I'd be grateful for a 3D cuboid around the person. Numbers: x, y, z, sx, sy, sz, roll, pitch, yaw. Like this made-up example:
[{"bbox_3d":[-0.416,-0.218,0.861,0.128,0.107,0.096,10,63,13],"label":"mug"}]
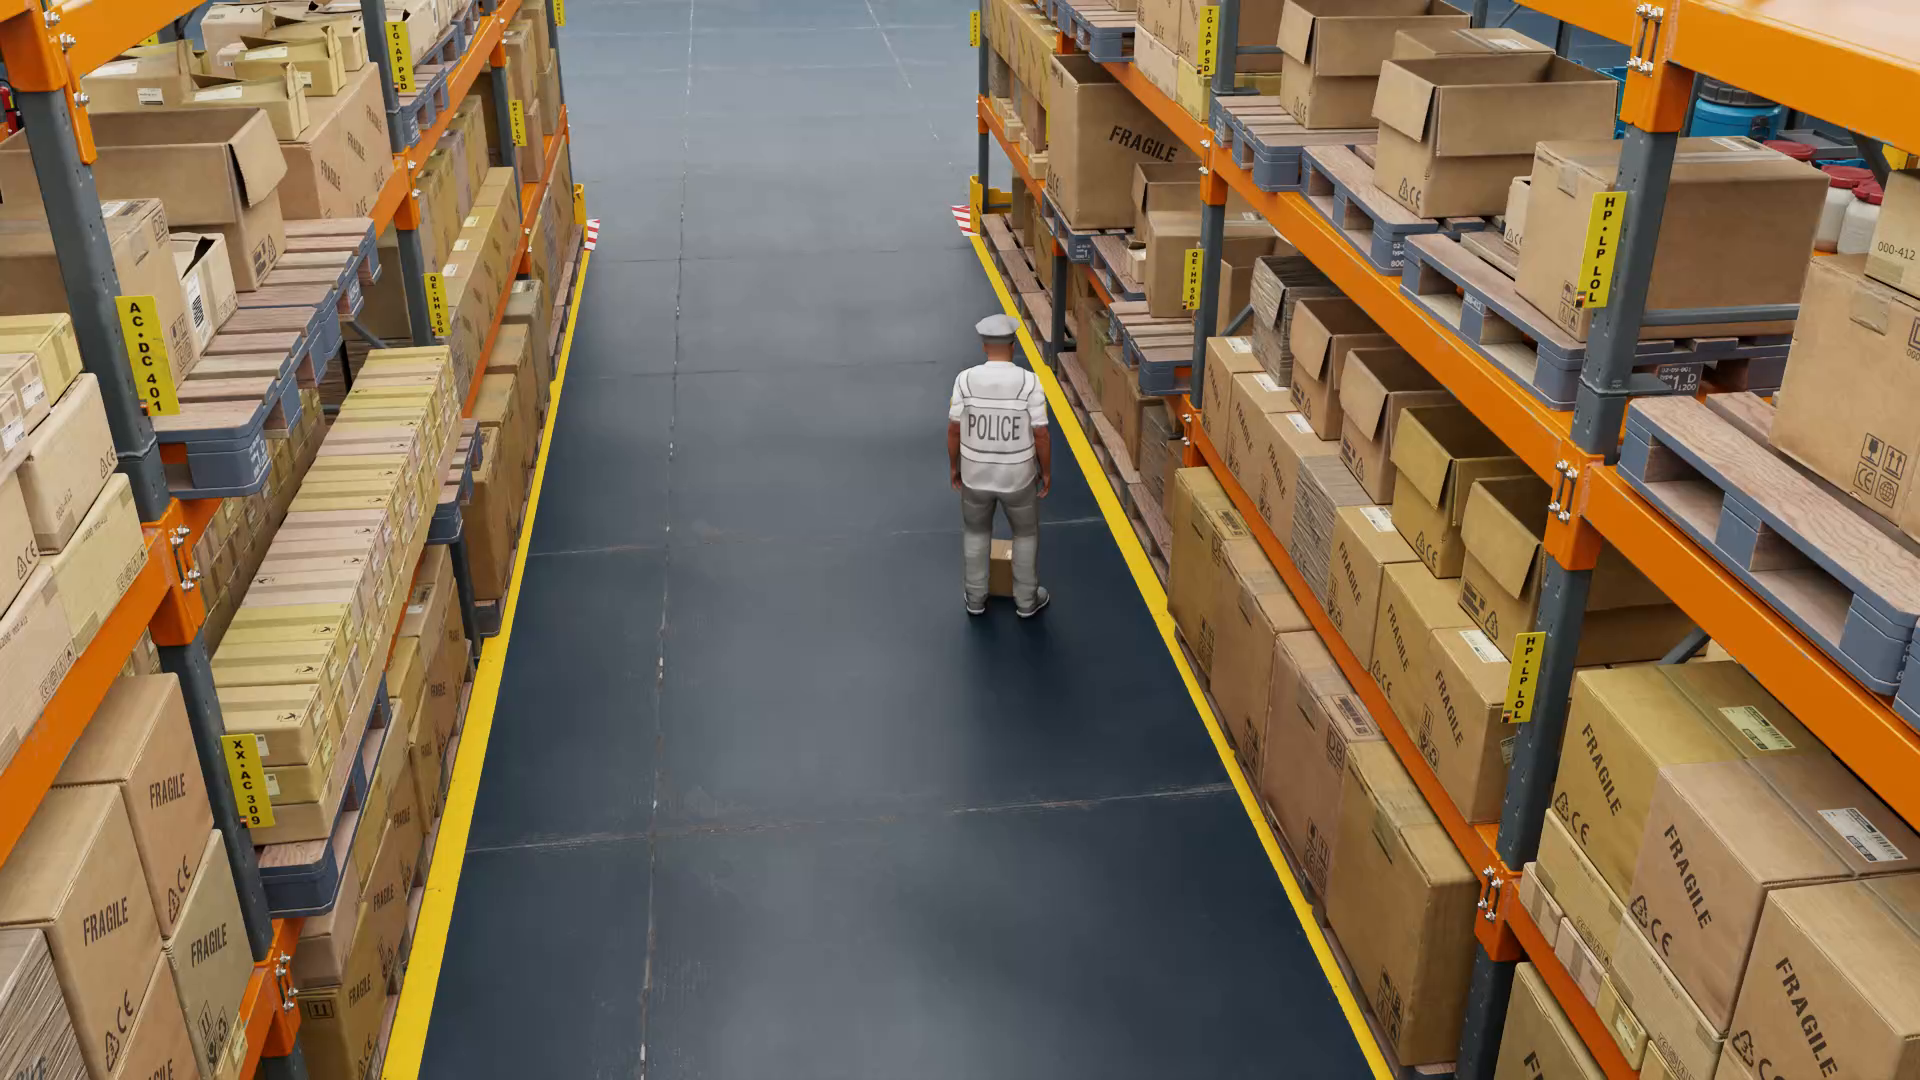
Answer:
[{"bbox_3d":[0.221,-0.377,9.349,0.585,1.747,0.439,5,27,9],"label":"person"}]
